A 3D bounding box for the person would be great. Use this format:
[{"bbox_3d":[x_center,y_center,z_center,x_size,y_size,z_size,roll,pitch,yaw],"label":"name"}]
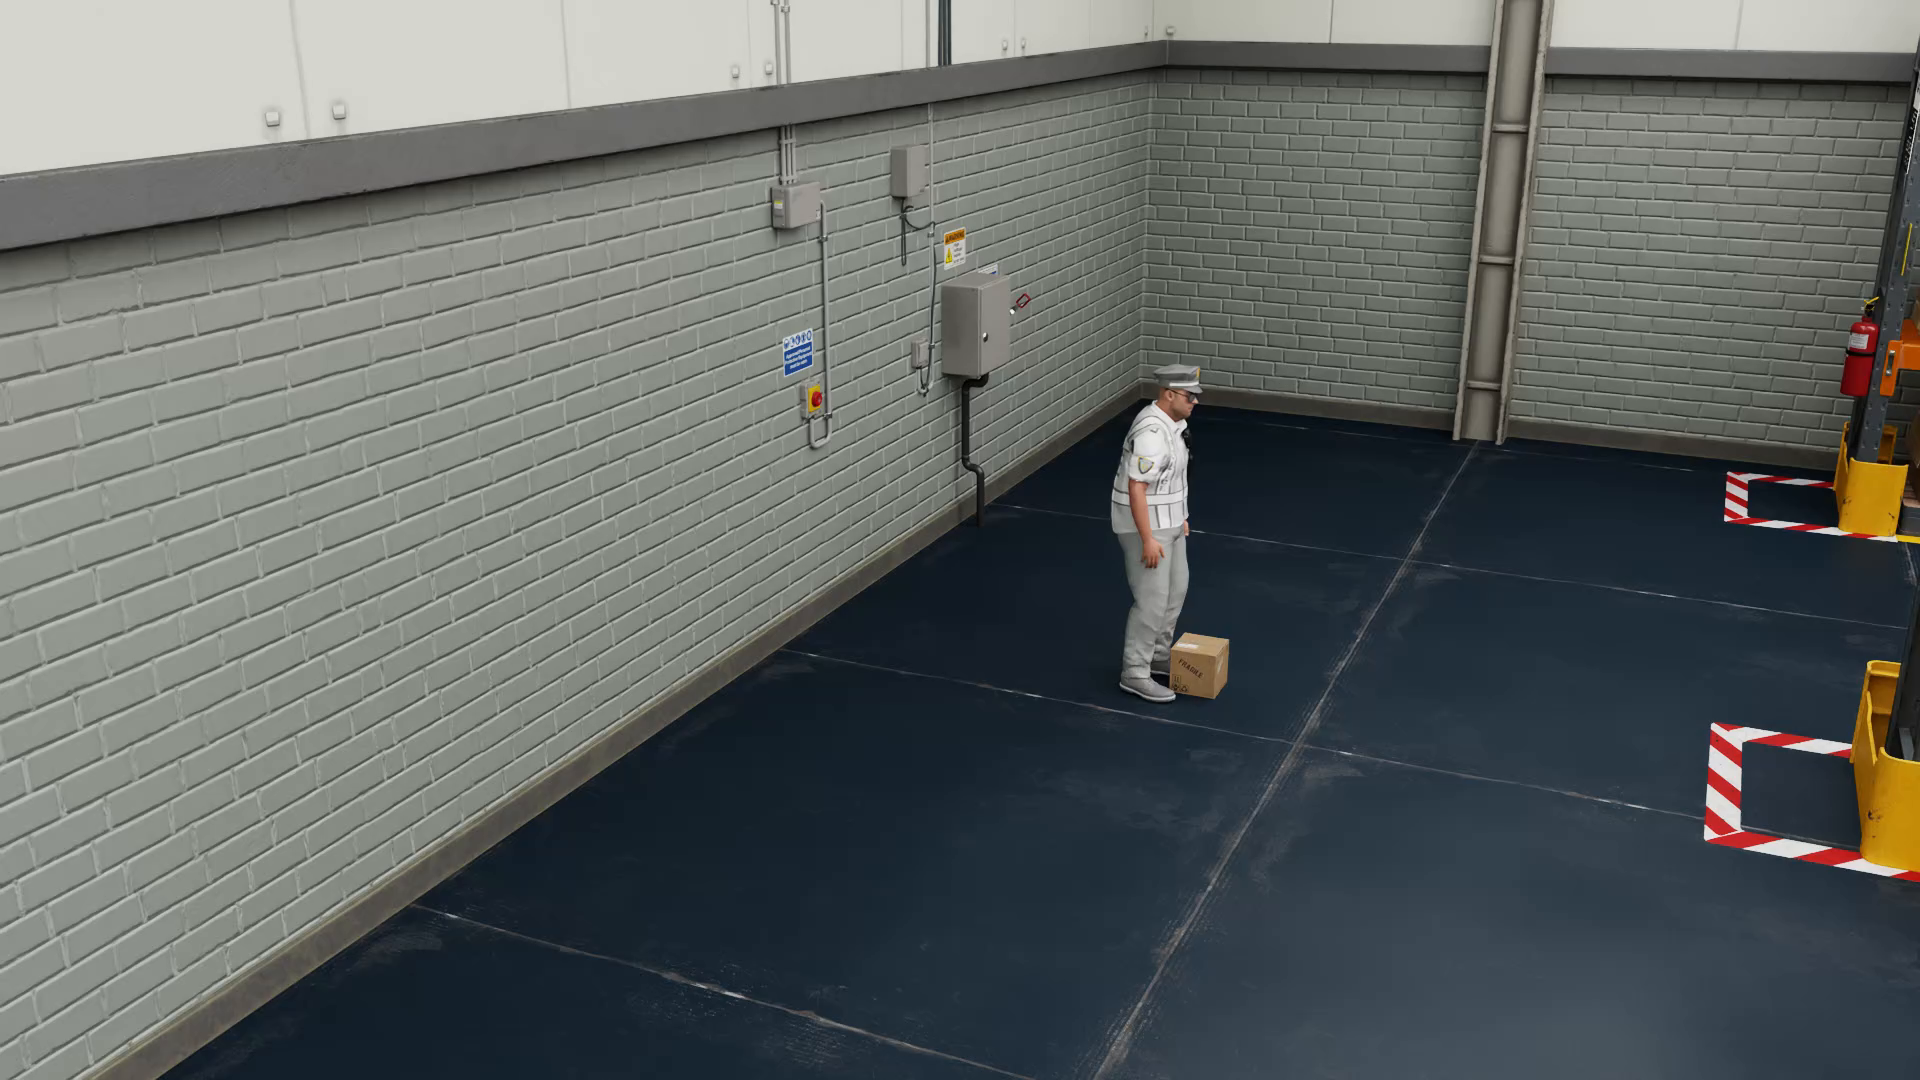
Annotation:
[{"bbox_3d":[1.042,-0.069,8.752,0.465,1.749,0.585,8,21,23],"label":"person"}]
